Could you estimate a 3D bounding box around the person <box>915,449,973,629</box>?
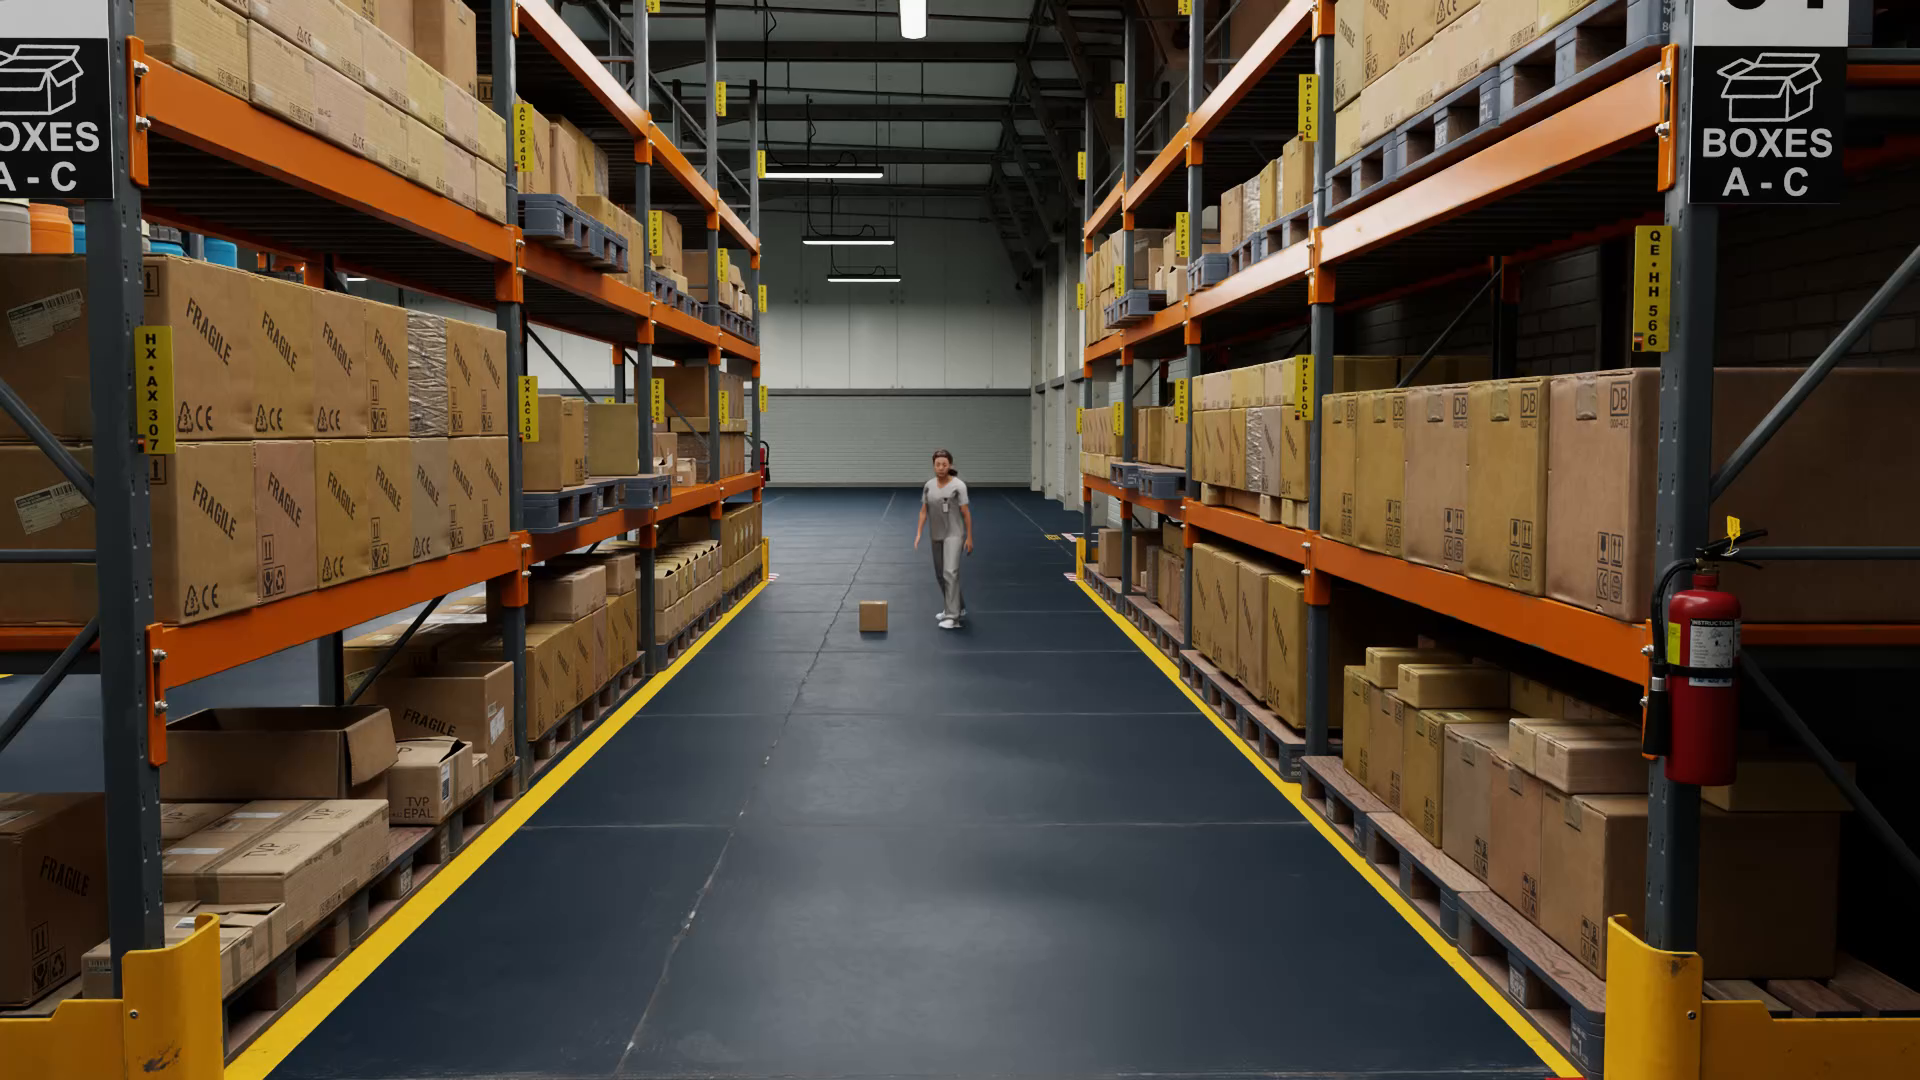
[{"bbox_3d":[-0.116,-0.025,15.492,0.515,1.639,0.800,2,4,31],"label":"person"}]
